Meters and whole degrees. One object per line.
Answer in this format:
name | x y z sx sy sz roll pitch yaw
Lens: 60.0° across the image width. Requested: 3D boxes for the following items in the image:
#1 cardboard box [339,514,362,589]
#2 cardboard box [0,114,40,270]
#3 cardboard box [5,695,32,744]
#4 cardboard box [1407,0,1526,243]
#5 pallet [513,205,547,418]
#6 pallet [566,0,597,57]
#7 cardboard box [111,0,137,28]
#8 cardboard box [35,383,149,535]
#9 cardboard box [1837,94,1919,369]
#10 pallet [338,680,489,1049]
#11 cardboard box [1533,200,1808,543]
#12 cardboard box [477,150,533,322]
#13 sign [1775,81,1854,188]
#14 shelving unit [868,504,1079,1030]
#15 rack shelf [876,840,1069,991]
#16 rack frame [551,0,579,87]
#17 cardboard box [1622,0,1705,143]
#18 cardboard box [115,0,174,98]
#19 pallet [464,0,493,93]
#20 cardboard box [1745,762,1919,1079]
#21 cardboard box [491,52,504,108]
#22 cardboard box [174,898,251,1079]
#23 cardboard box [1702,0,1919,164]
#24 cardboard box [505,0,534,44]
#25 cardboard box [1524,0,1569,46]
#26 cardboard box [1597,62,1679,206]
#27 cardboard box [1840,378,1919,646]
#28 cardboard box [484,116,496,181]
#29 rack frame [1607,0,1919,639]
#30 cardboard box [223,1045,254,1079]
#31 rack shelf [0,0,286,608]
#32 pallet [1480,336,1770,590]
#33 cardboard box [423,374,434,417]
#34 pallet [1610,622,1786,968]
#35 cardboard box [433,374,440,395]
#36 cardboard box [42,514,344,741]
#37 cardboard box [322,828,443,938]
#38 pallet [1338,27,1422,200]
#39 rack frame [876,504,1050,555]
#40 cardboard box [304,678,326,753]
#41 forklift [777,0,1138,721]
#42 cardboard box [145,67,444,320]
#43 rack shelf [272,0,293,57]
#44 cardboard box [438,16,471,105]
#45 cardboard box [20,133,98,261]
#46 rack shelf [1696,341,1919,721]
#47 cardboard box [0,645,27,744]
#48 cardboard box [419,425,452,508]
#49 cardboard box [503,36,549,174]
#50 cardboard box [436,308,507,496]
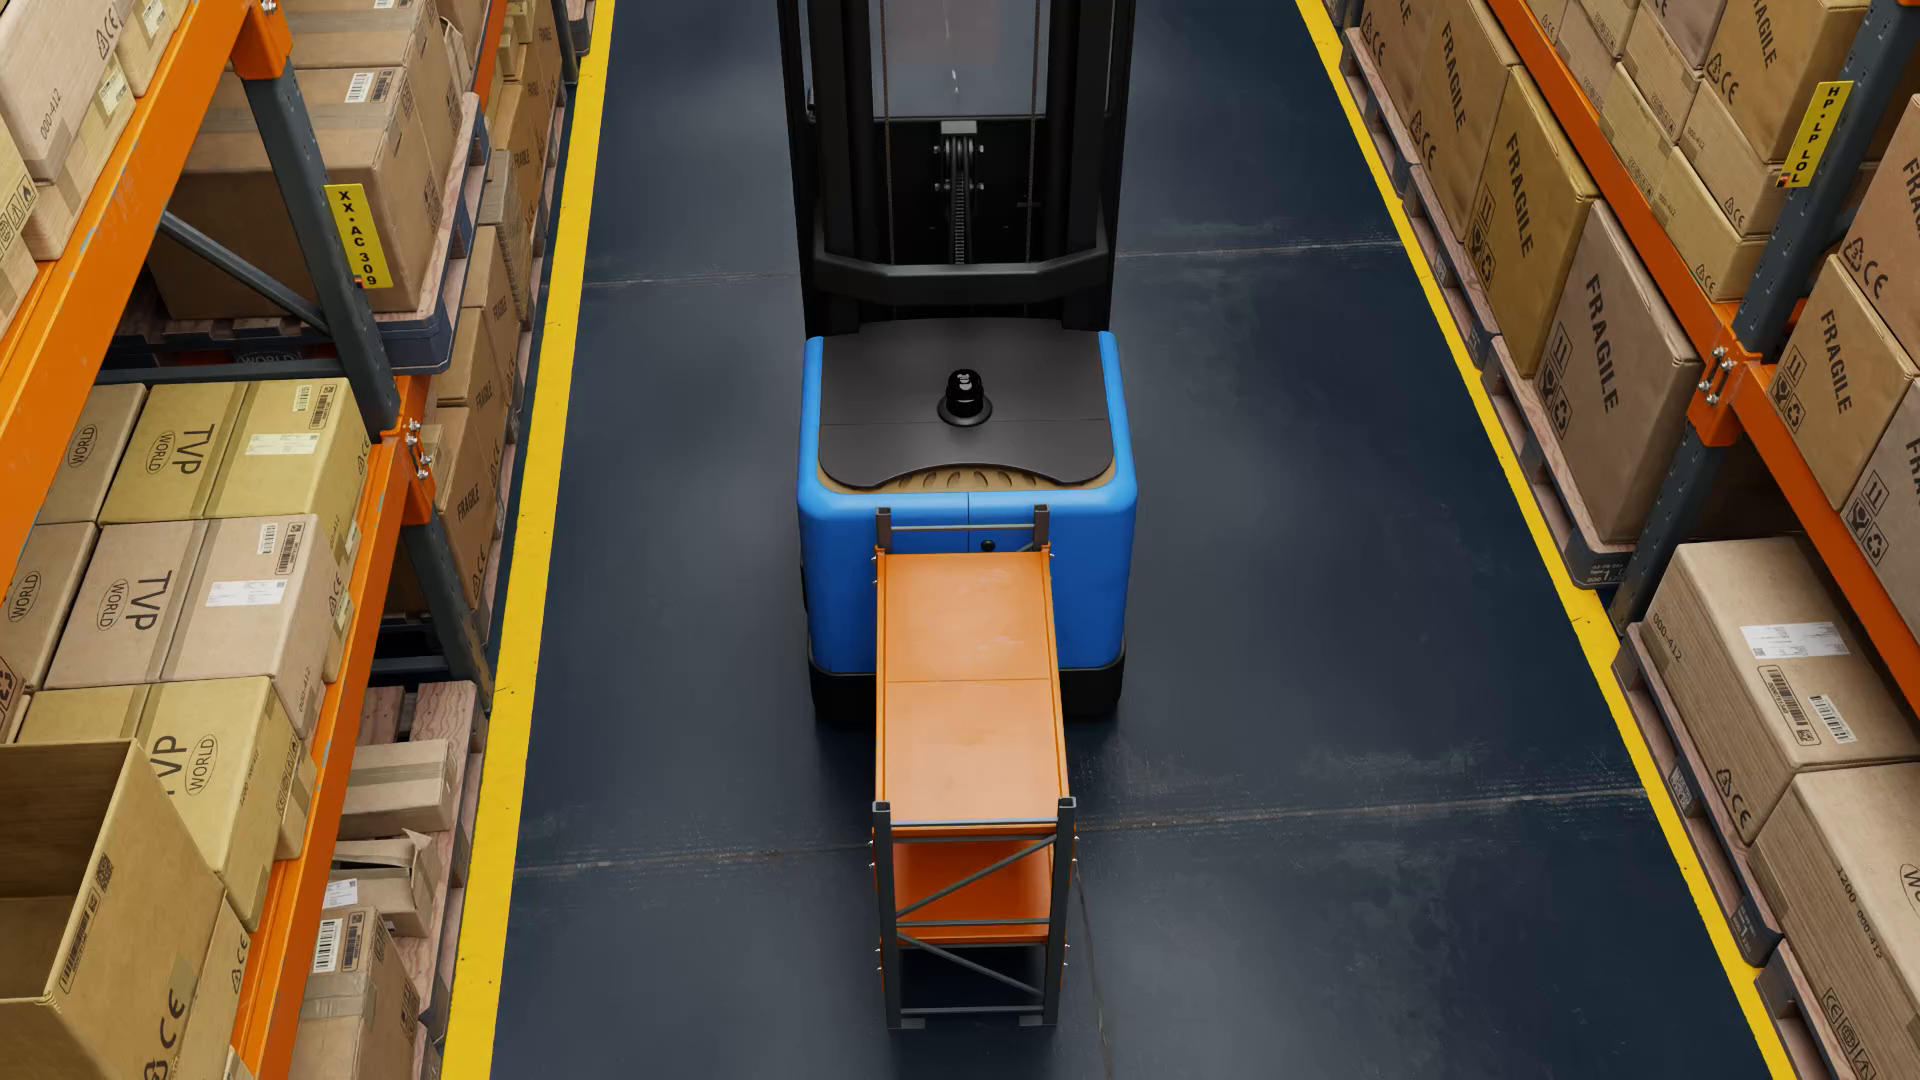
cardboard box | -1.786 0.037 4.322 0.380 0.149 0.250 -2 47 -2
cardboard box | -1.733 -0.453 2.446 0.500 0.250 0.500 -3 47 -2
cardboard box | -2.246 0.608 3.506 0.500 0.250 0.500 -3 47 -2
cardboard box | 2.548 -1.913 7.170 0.875 0.875 0.875 -3 47 -3
pallet | -2.319 -0.964 7.017 1.003 0.211 1.213 -3 47 -3
pallet | -2.473 -2.985 8.931 1.003 0.211 1.213 -3 47 -3
cardboard box | -1.818 -1.200 3.153 0.500 0.250 0.500 -3 47 -3
cardboard box | -2.336 -0.128 4.203 0.500 0.250 0.500 -4 47 -4
cardboard box | 2.636 -0.775 4.160 0.500 0.500 0.500 -3 47 -3
pallet | -2.052 1.004 5.154 1.003 0.211 1.213 -3 47 -3
cardboard box | 2.706 -0.613 5.939 0.875 0.875 0.875 -2 47 -2
cardboard box | -2.053 -1.222 6.774 0.500 0.500 0.500 -5 47 -5
sign | 2.298 -1.087 4.470 0.100 0.325 0.005 -3 47 -3
shelving unit | 0.022 0.667 4.843 0.538 1.125 1.048 -1 47 -1
rack shelf | 0.022 0.835 5.021 0.538 0.278 1.000 -1 47 -1
rack frame | -2.443 -3.346 7.353 1.000 3.000 0.127 -3 47 -3
cardboard box | 2.509 -1.542 5.403 0.500 0.250 0.500 -2 47 -2
cardboard box | -1.766 -0.977 3.216 0.380 0.149 0.250 -4 47 -3
pallet | -2.276 -1.873 6.090 1.003 0.211 1.213 -3 47 -3
cardboard box | 2.859 1.089 4.628 0.875 0.438 0.875 -5 47 -4
cardboard box | -2.141 -1.929 6.997 0.380 0.149 0.250 -2 47 -2
cardboard box | -1.695 0.947 3.185 0.500 0.250 0.500 -5 47 -4
cardboard box | 2.550 -1.442 4.792 0.500 0.500 0.500 -2 47 -2
cardboard box | -2.096 -2.316 7.363 0.380 0.149 0.250 -6 47 -5
cardboard box | 2.437 -2.122 6.297 0.500 0.250 0.500 -3 47 -3
cardboard box | 2.508 -1.382 5.596 0.500 0.250 0.500 -4 47 -4
cardboard box | 2.654 -0.071 4.182 0.500 0.500 0.500 -3 47 -3
cardboard box | -2.066 -1.550 6.638 0.380 0.149 0.250 -6 47 -5
rack frame | 2.838 -0.756 4.900 1.000 3.000 0.127 -3 47 -3
cardboard box | -1.628 1.150 3.268 0.380 0.149 0.250 -3 47 -2
rack shelf | -1.941 0.211 2.413 1.077 0.370 4.000 -3 47 -3
pallet | 2.698 -0.351 6.437 1.003 0.211 1.213 -3 47 -3
cardboard box | -1.943 -0.523 5.460 0.380 0.149 0.250 -6 47 -5
pallet | 2.823 0.758 5.387 1.003 0.211 1.213 -3 47 -3
cardboard box | -2.006 -0.616 5.753 0.380 0.149 0.250 -6 47 -5
cardboard box | -1.766 0.213 3.881 0.500 0.250 0.500 -3 47 -3
cardboard box | -1.739 0.988 4.842 0.396 0.266 0.258 -2 47 -2
pallet | 2.494 -2.116 8.109 1.003 0.211 1.213 -3 47 -3
rack frame | 0.008 0.298 5.193 0.500 1.125 0.032 -1 47 -1
cardboard box | -1.746 0.415 3.964 0.380 0.149 0.250 -2 47 -2
forklift | -0.018 -1.460 5.614 1.130 2.935 3.031 -1 47 -1
cardboard box | -1.926 -0.994 4.767 0.700 0.500 0.500 -2 47 -2
rack shelf | -2.276 -2.683 5.154 1.077 0.370 4.000 -3 47 -3
cardboard box | -1.842 -1.578 5.482 0.396 0.266 0.258 -1 47 -1
cardboard box | -1.736 -0.604 2.863 0.380 0.149 0.250 -4 47 -3
rack shelf | 3.005 0.938 3.791 1.077 0.370 4.000 -3 47 -3
cardboard box | -2.249 0.333 3.250 0.500 0.500 0.500 -5 47 -4
cardboard box | -1.873 -0.235 5.392 0.380 0.149 0.250 -1 47 -1
cardboard box | -2.162 -1.975 7.487 0.500 0.500 0.500 -4 47 -4
cardboard box | -1.979 -0.485 6.076 0.500 0.500 0.500 -4 47 -4
